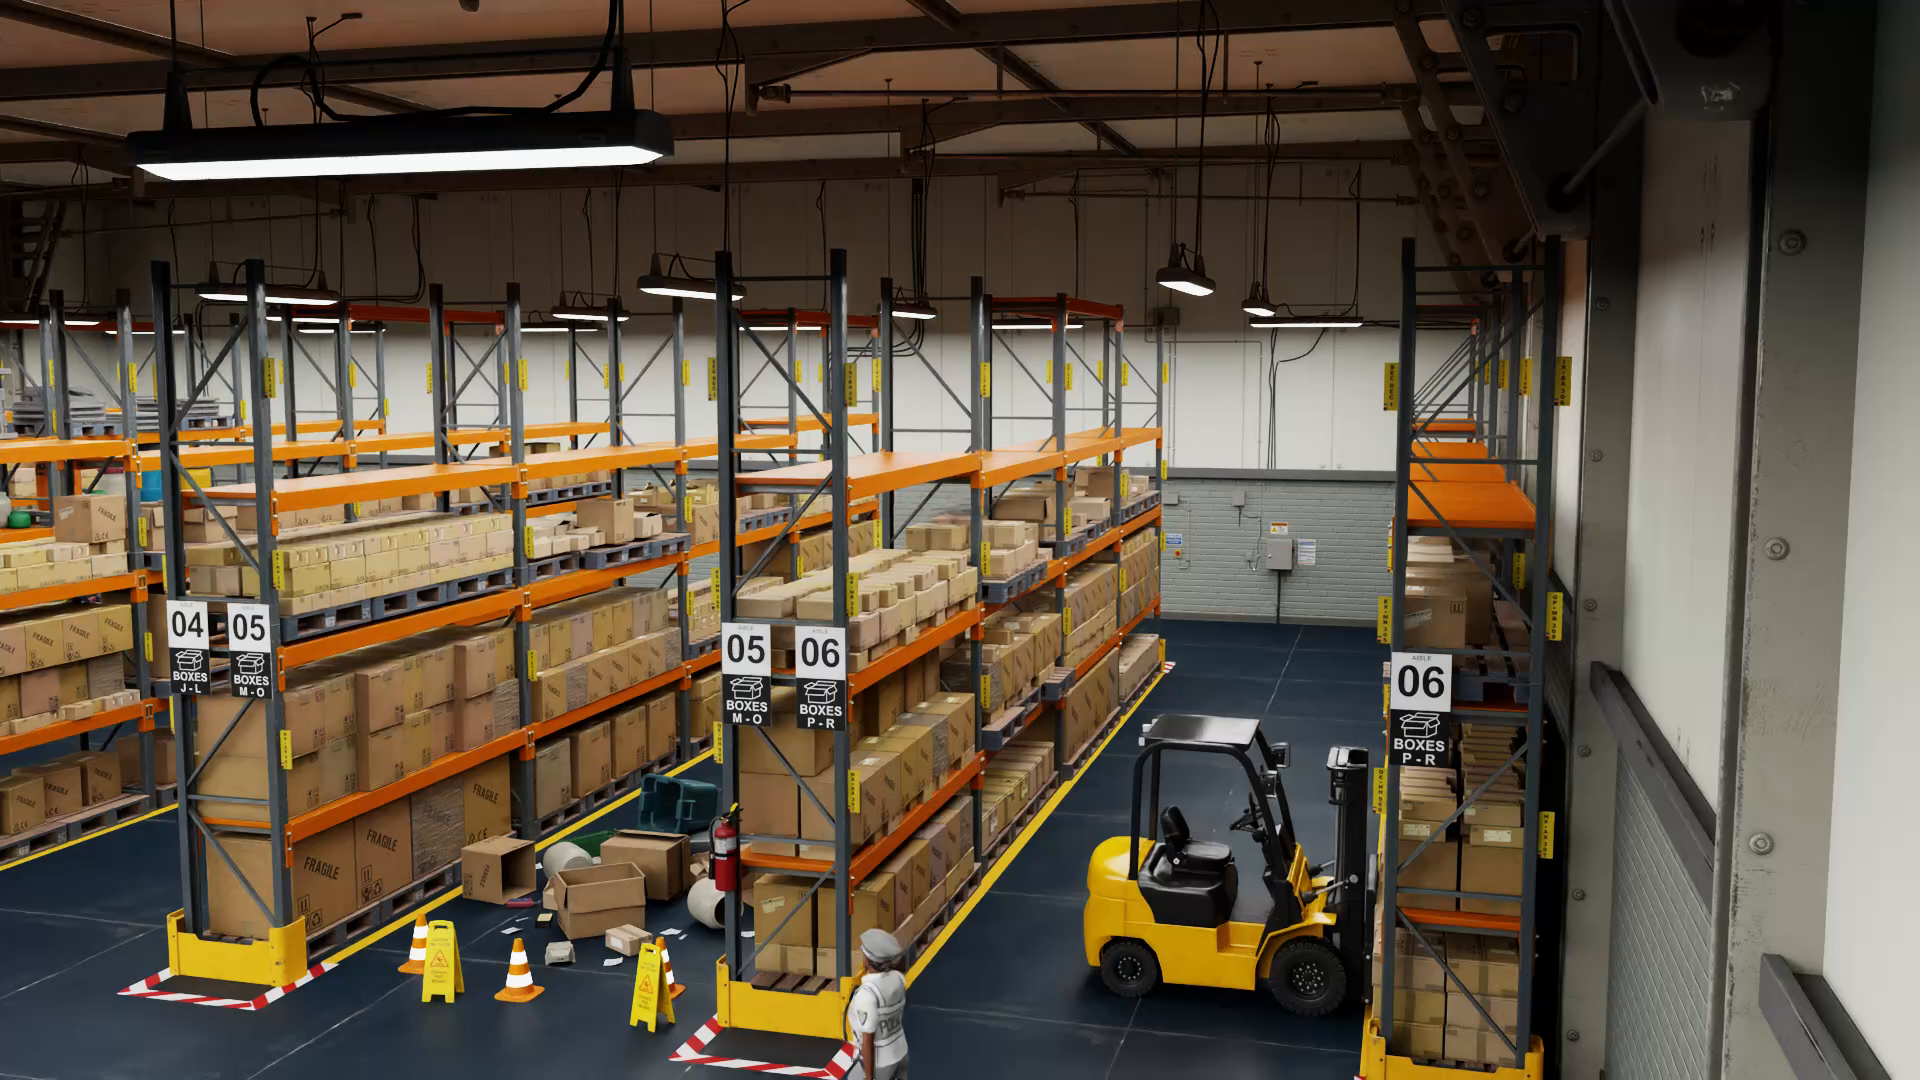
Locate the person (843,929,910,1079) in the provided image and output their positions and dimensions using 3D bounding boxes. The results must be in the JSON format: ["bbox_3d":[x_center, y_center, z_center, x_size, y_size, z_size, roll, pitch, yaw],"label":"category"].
[{"bbox_3d":[-0.468,3.243,10.361,0.965,1.647,0.447,2,6,20],"label":"person"}]
